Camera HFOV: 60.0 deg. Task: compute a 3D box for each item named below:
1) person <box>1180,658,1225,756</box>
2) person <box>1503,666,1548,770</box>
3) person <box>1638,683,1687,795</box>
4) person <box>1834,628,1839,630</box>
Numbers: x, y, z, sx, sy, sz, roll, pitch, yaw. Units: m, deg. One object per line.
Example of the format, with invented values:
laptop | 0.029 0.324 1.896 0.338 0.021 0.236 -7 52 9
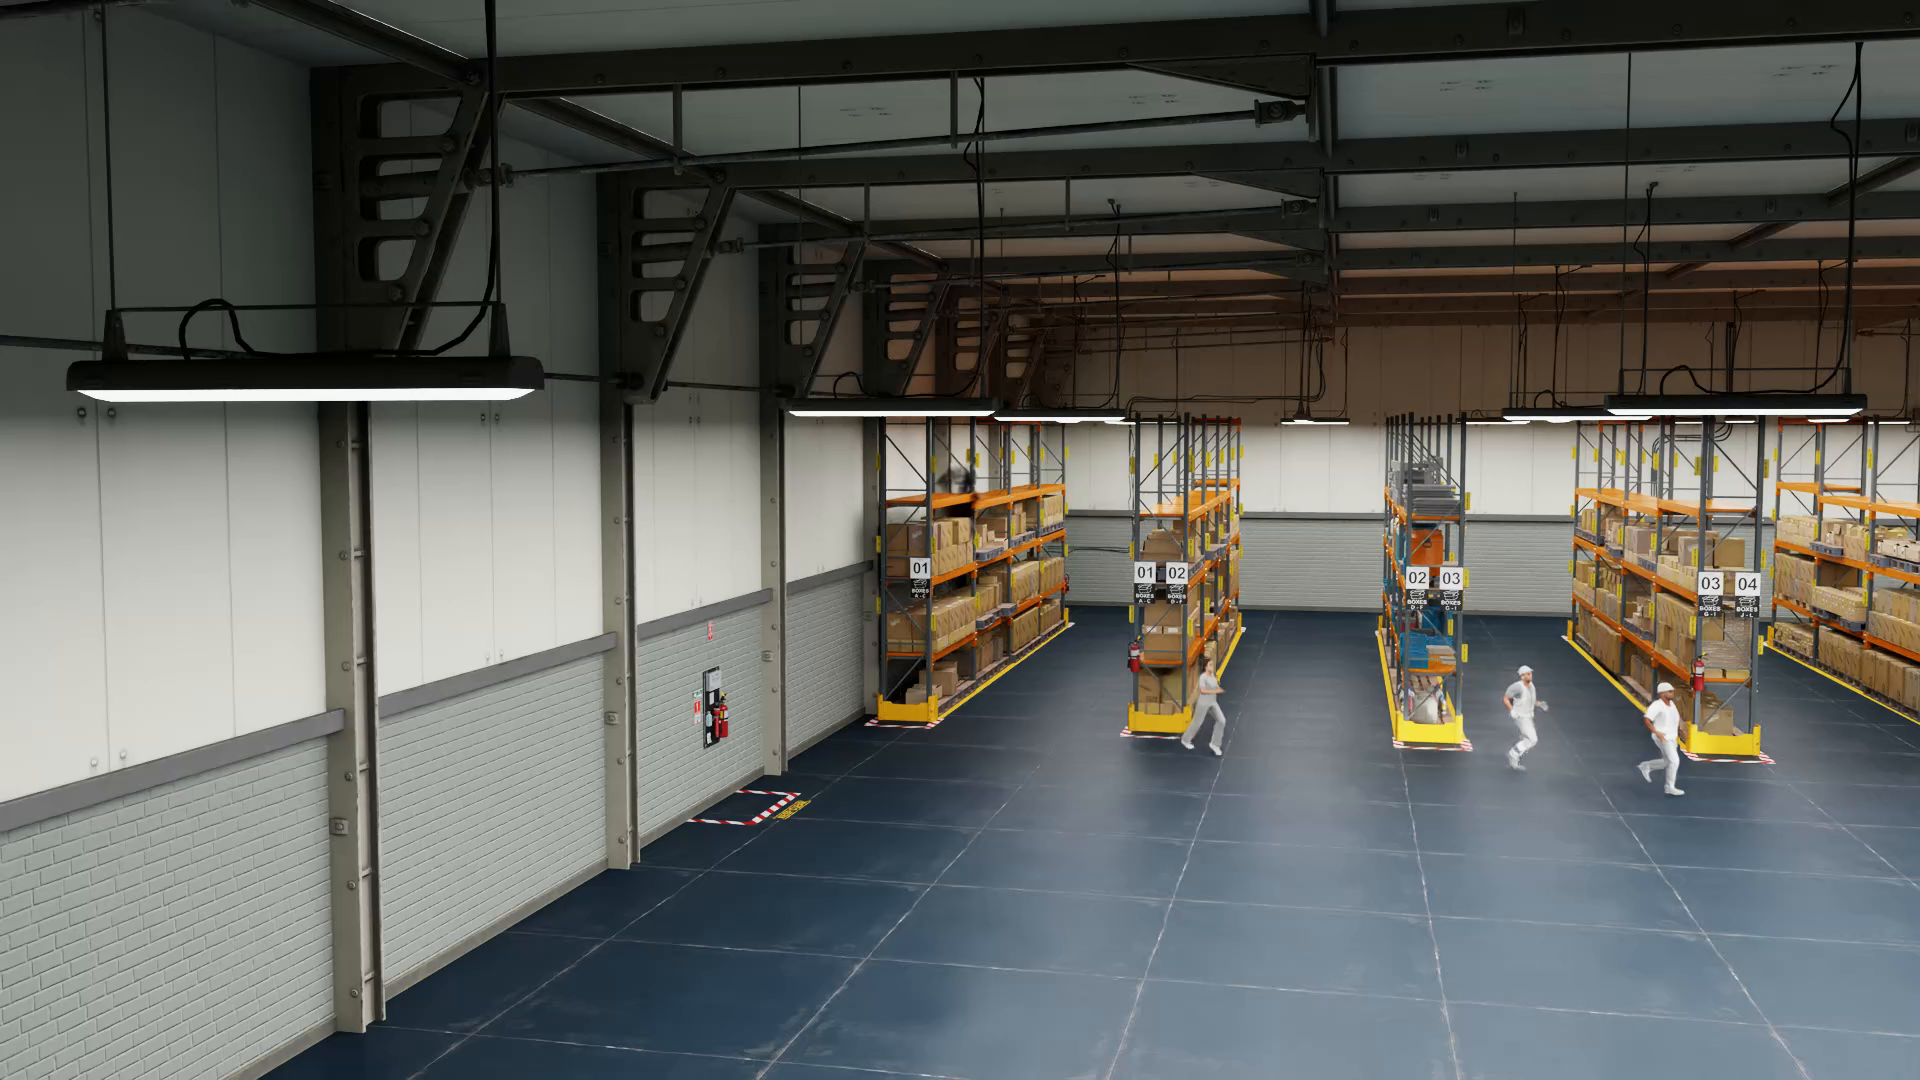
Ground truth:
person | 4.310 2.917 29.213 0.573 1.712 0.880 -4 5 -44
person | 9.444 2.966 27.674 0.632 1.748 0.601 -4 5 -44
person | 10.993 3.093 26.048 0.739 1.732 0.795 -3 5 -41
person | 23.679 1.852 44.545 0.858 1.773 0.603 1 4 16
